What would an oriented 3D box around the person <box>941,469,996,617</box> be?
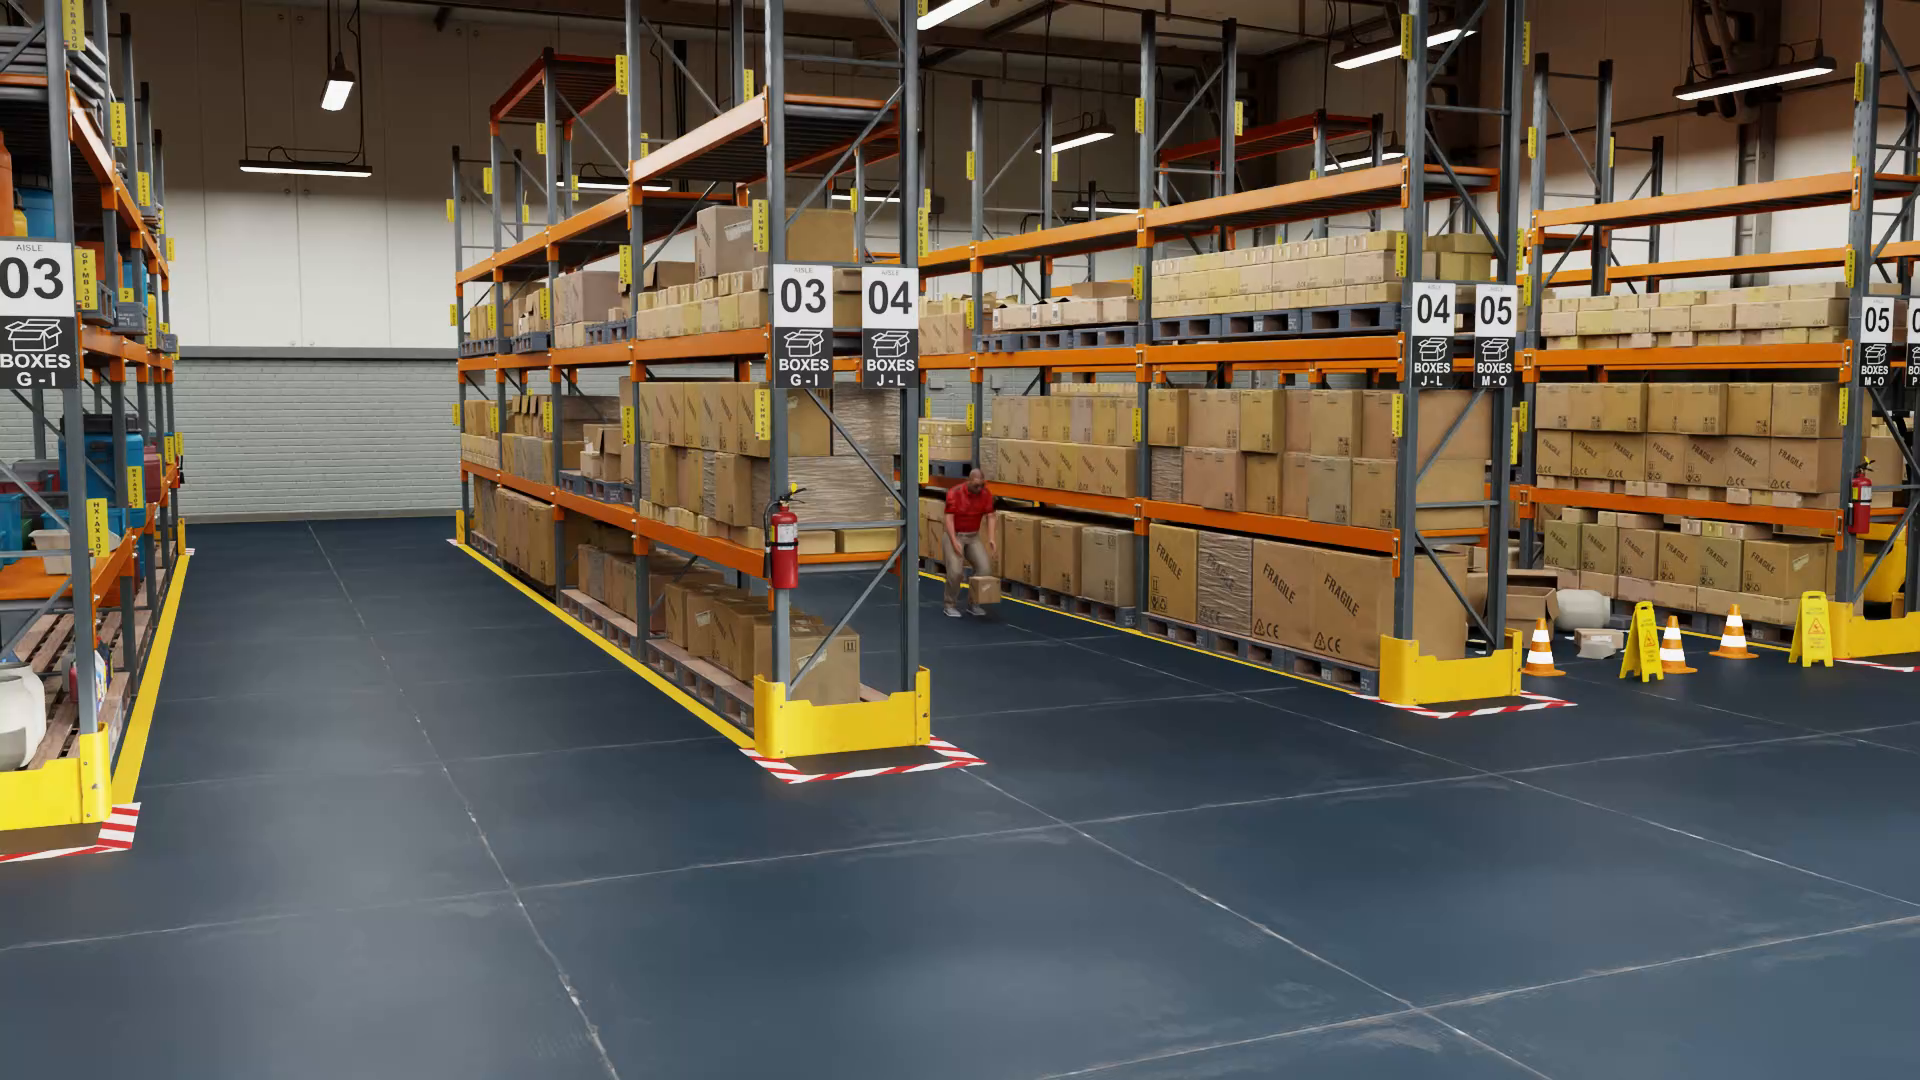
[{"bbox_3d":[0.090,0.022,17.551,0.581,1.566,0.574,-2,6,-23],"label":"person"}]
